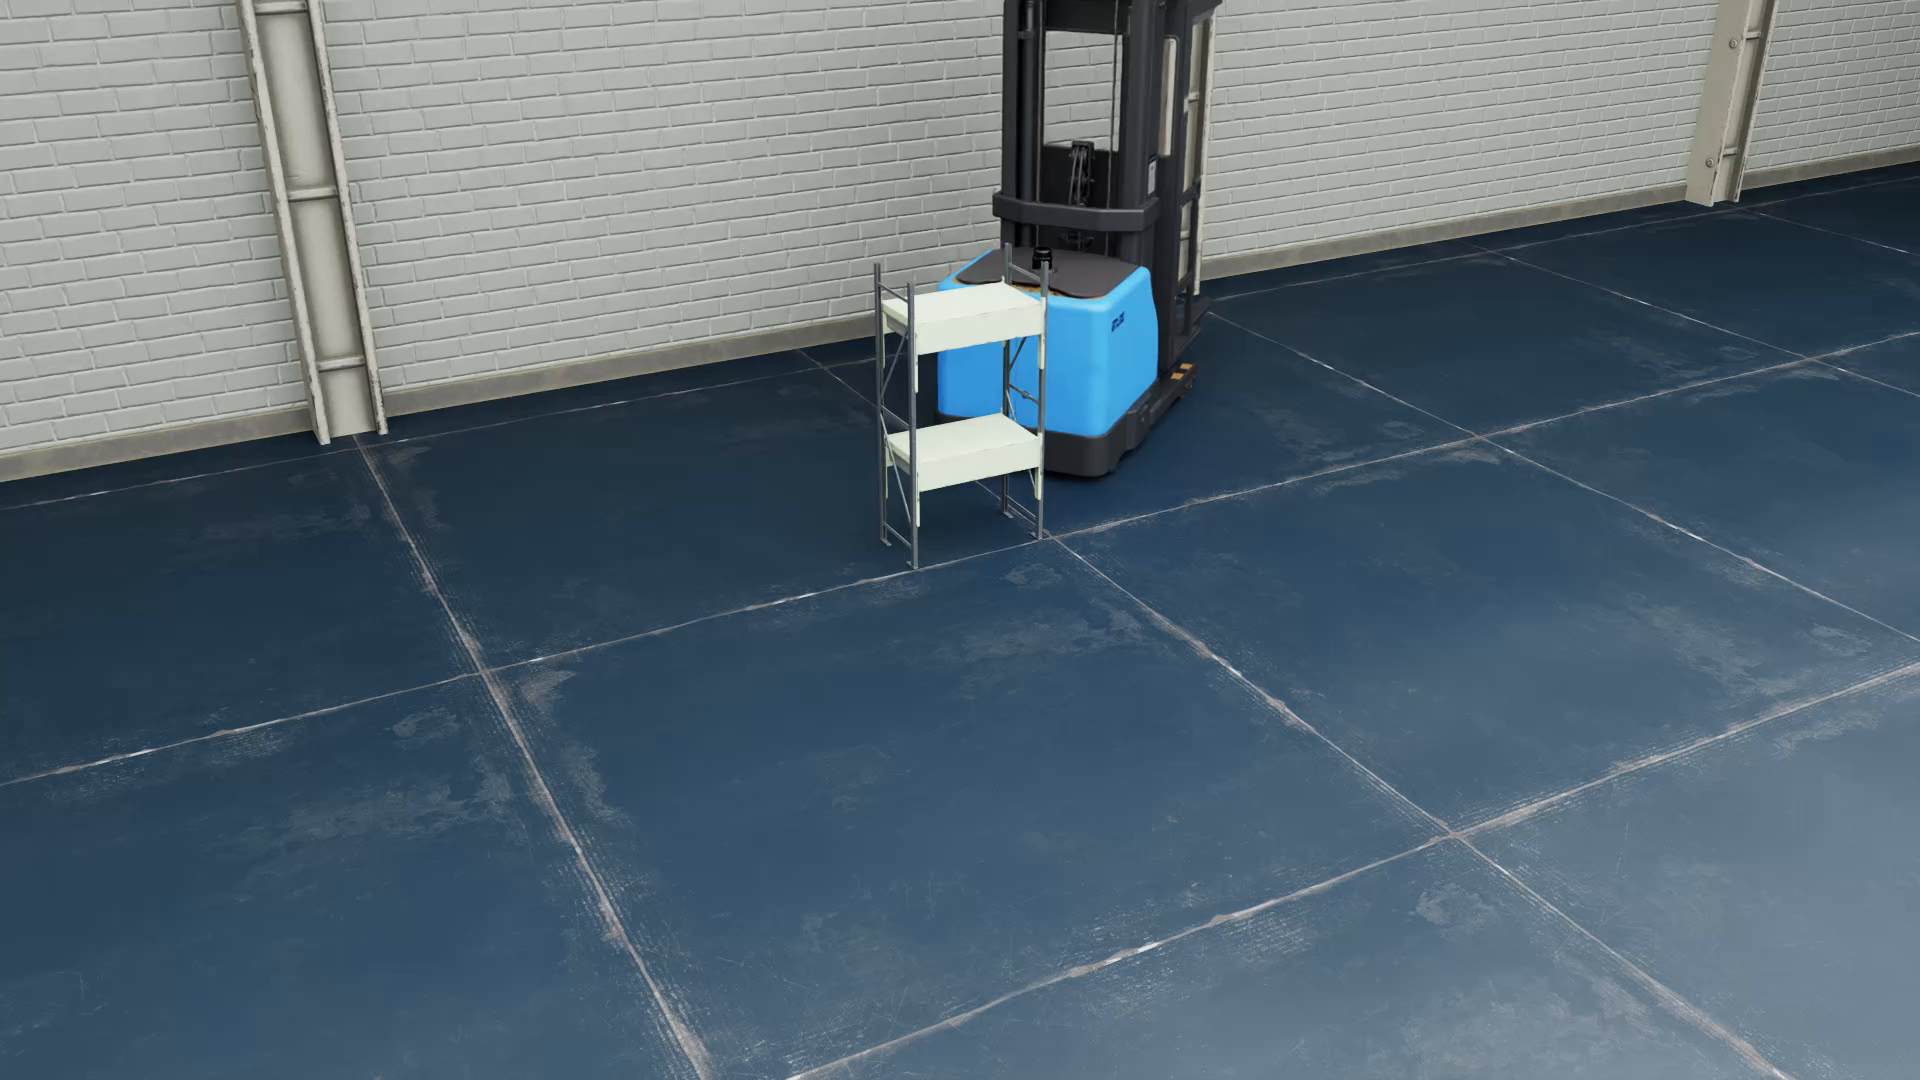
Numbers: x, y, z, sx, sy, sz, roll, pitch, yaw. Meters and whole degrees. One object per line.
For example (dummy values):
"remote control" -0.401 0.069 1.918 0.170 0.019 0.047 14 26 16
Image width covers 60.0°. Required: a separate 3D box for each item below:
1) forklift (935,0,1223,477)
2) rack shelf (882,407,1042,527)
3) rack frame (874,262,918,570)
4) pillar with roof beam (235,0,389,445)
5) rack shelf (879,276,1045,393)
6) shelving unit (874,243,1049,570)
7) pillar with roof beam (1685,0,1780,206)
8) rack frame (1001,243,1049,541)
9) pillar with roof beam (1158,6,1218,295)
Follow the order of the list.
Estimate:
"forklift" 0.898 -2.287 10.128 1.130 2.935 3.031 10 28 21
"rack shelf" 0.006 -0.384 8.569 0.720 0.370 0.431 -13 29 -25
"rack frame" -0.317 -0.603 8.273 0.023 1.500 0.400 -13 29 -25
"pillar with roof beam" -1.692 -3.080 4.769 0.400 9.000 9.100 -13 29 -25
"rack shelf" 0.006 -1.029 8.259 0.720 0.370 0.431 -13 29 -25
"shelving unit" 0.006 -0.677 8.428 0.755 1.500 0.431 -13 29 -25
"pillar with roof beam" 8.896 -5.524 9.859 0.400 9.000 9.100 -13 29 -25
"rack frame" 0.329 -0.752 8.583 0.023 1.500 0.400 -13 29 -25
"pillar with roof beam" 3.602 -4.302 7.314 0.400 9.000 9.100 -13 29 -25
